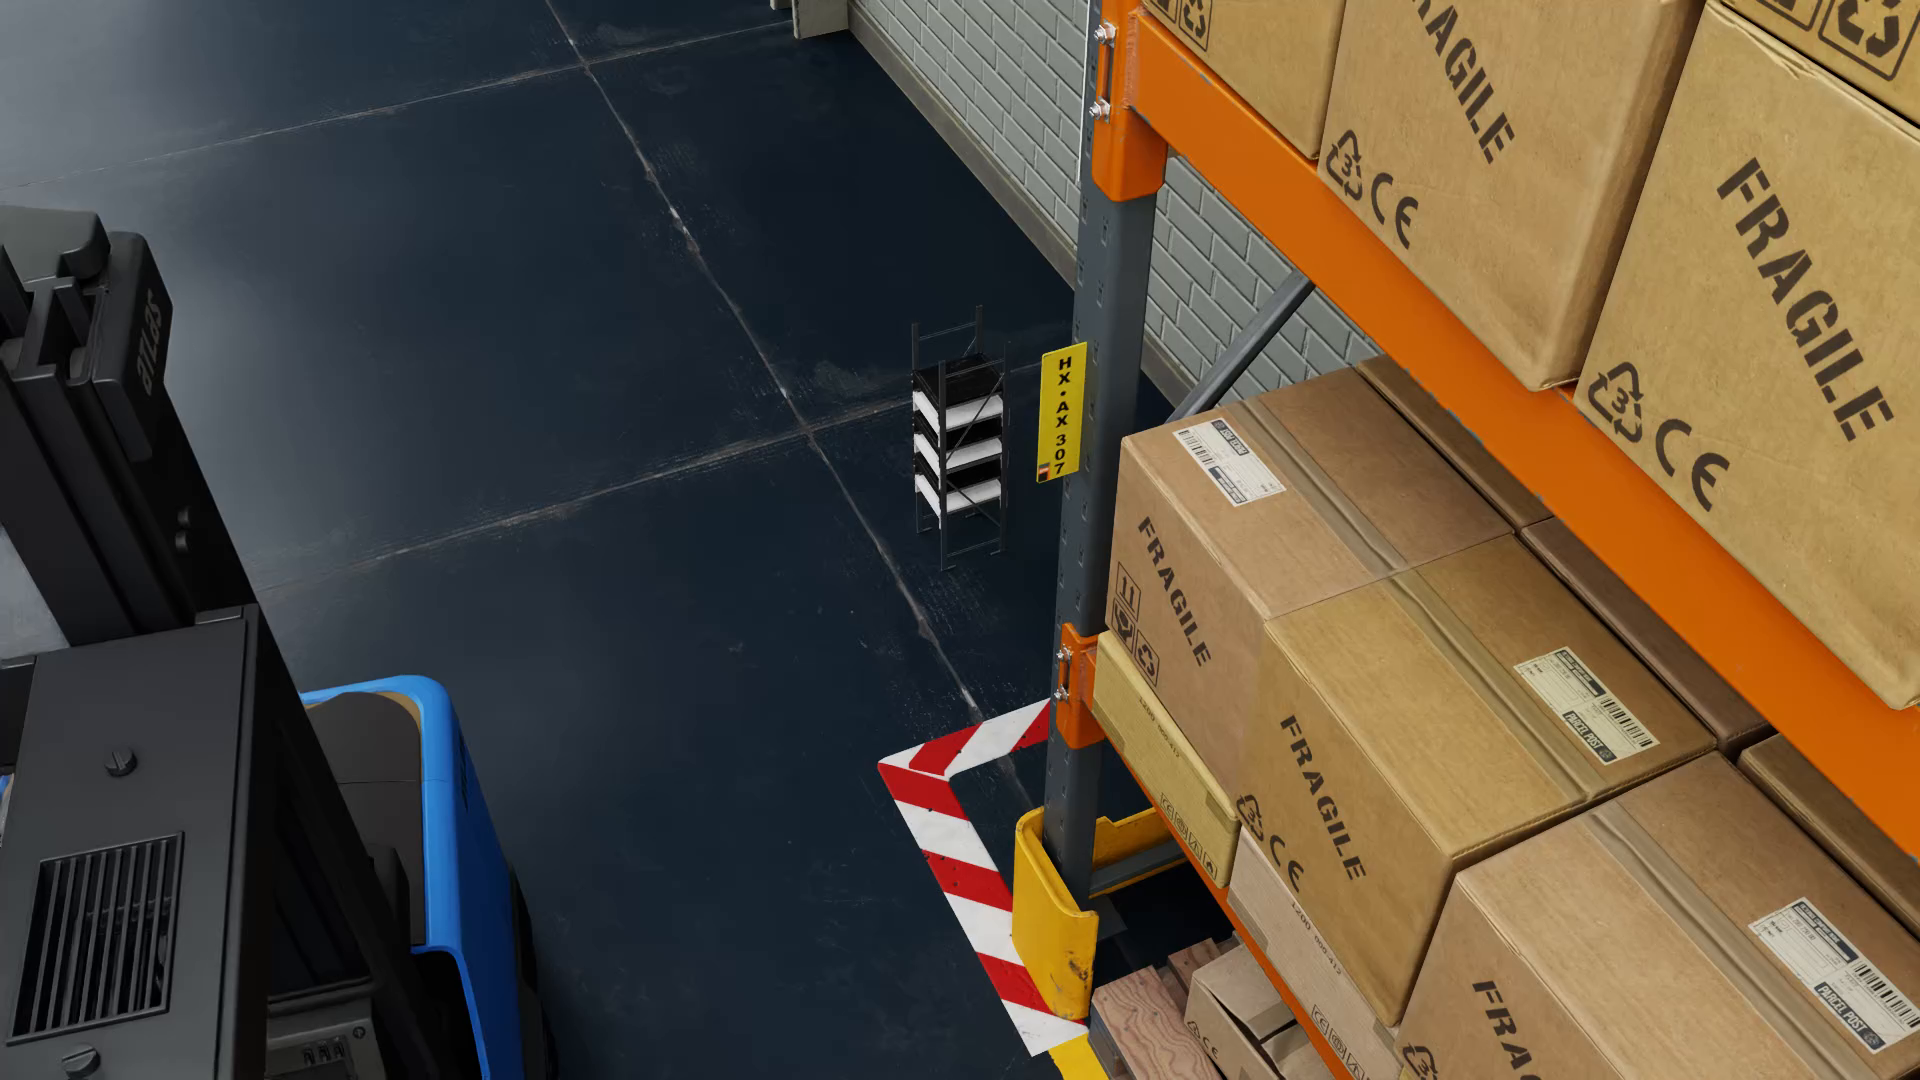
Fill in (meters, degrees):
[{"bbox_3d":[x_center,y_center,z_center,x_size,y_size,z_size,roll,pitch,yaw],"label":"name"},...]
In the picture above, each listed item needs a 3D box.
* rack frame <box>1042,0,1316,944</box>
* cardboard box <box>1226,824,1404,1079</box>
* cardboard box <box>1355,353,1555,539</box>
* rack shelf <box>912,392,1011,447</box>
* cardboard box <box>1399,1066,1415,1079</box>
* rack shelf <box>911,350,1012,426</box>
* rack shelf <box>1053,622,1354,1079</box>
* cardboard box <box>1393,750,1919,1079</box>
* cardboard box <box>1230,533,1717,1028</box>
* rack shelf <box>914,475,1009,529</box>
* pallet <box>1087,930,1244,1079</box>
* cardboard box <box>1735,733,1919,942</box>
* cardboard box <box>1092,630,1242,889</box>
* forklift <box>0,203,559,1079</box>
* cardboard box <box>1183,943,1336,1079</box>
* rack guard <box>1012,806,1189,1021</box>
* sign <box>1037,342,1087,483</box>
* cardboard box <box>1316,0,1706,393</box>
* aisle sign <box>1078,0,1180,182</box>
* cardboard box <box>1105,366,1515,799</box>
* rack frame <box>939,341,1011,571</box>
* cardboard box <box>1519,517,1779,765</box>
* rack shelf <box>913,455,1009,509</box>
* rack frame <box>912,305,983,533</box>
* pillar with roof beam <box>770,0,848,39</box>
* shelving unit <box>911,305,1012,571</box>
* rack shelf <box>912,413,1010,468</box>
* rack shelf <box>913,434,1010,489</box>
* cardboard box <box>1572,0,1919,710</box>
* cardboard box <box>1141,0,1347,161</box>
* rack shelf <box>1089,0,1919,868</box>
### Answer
[{"bbox_3d":[0.693,-0.098,3.713,1.000,3.000,0.127,-18,47,-17],"label":"rack frame"},{"bbox_3d":[0.841,0.680,3.018,0.500,0.250,0.500,-19,48,-19],"label":"cardboard box"},{"bbox_3d":[1.084,-0.081,3.255,0.500,0.500,0.500,-19,48,-18],"label":"cardboard box"},{"bbox_3d":[0.003,-0.420,5.326,0.258,0.077,0.200,-18,47,-17],"label":"rack shelf"},{"bbox_3d":[1.050,1.006,2.687,0.500,0.250,0.500,-19,48,-18],"label":"cardboard box"},{"bbox_3d":[0.003,-0.484,5.262,0.258,0.077,0.200,-18,47,-17],"label":"rack shelf"},{"bbox_3d":[1.534,1.433,2.674,1.077,0.370,4.000,-18,47,-17],"label":"rack shelf"},{"bbox_3d":[1.031,0.724,2.440,0.500,0.500,0.500,-20,48,-19],"label":"cardboard box"},{"bbox_3d":[0.820,0.393,2.775,0.500,0.500,0.500,-18,47,-17],"label":"cardboard box"},{"bbox_3d":[0.003,-0.163,5.579,0.258,0.077,0.200,-18,47,-17],"label":"rack shelf"},{"bbox_3d":[1.034,1.472,4.108,1.003,0.211,1.213,-18,47,-17],"label":"pallet"},{"bbox_3d":[1.508,0.571,2.594,0.500,0.500,0.500,-19,48,-18],"label":"cardboard box"},{"bbox_3d":[0.610,0.353,3.349,0.500,0.250,0.500,-19,48,-19],"label":"cardboard box"},{"bbox_3d":[-1.343,1.112,2.536,1.130,2.935,3.031,-10,46,-10],"label":"forklift"},{"bbox_3d":[0.902,1.170,4.029,0.500,0.311,0.500,-23,49,-22],"label":"cardboard box"},{"bbox_3d":[0.725,0.841,4.542,1.175,0.500,0.348,-18,47,-17],"label":"rack guard"},{"bbox_3d":[0.201,-0.245,3.247,0.100,0.325,0.005,-18,47,-17],"label":"sign"},{"bbox_3d":[0.800,-0.568,1.969,0.500,0.500,0.500,-15,47,-15],"label":"cardboard box"},{"bbox_3d":[0.390,-0.980,2.757,0.394,0.787,0.004,-18,47,-17],"label":"aisle sign"},{"bbox_3d":[0.621,0.075,3.097,0.500,0.500,0.500,-18,47,-17],"label":"cardboard box"},{"bbox_3d":[0.046,-0.250,5.363,0.240,0.900,0.006,-18,47,-17],"label":"rack frame"},{"bbox_3d":[1.287,0.243,2.927,0.500,0.500,0.500,-17,47,-17],"label":"cardboard box"},{"bbox_3d":[0.003,-0.227,5.515,0.258,0.077,0.200,-18,47,-17],"label":"rack shelf"},{"bbox_3d":[-0.039,-0.380,5.494,0.240,0.900,0.006,-18,47,-17],"label":"rack frame"},{"bbox_3d":[-4.657,-4.595,4.000,9.100,9.000,0.400,-18,47,-17],"label":"pillar with roof beam"},{"bbox_3d":[0.003,-0.315,5.429,0.258,0.900,0.210,-18,47,-17],"label":"shelving unit"},{"bbox_3d":[0.003,-0.355,5.389,0.258,0.077,0.200,-18,47,-17],"label":"rack shelf"},{"bbox_3d":[0.003,-0.291,5.452,0.258,0.077,0.200,-18,47,-17],"label":"rack shelf"},{"bbox_3d":[1.022,-0.239,1.635,0.500,0.500,0.500,-16,47,-16],"label":"cardboard box"},{"bbox_3d":[0.607,-0.921,2.327,0.500,0.500,0.500,-17,47,-16],"label":"cardboard box"},{"bbox_3d":[1.534,0.365,1.621,1.077,0.370,4.000,-18,47,-17],"label":"rack shelf"}]
